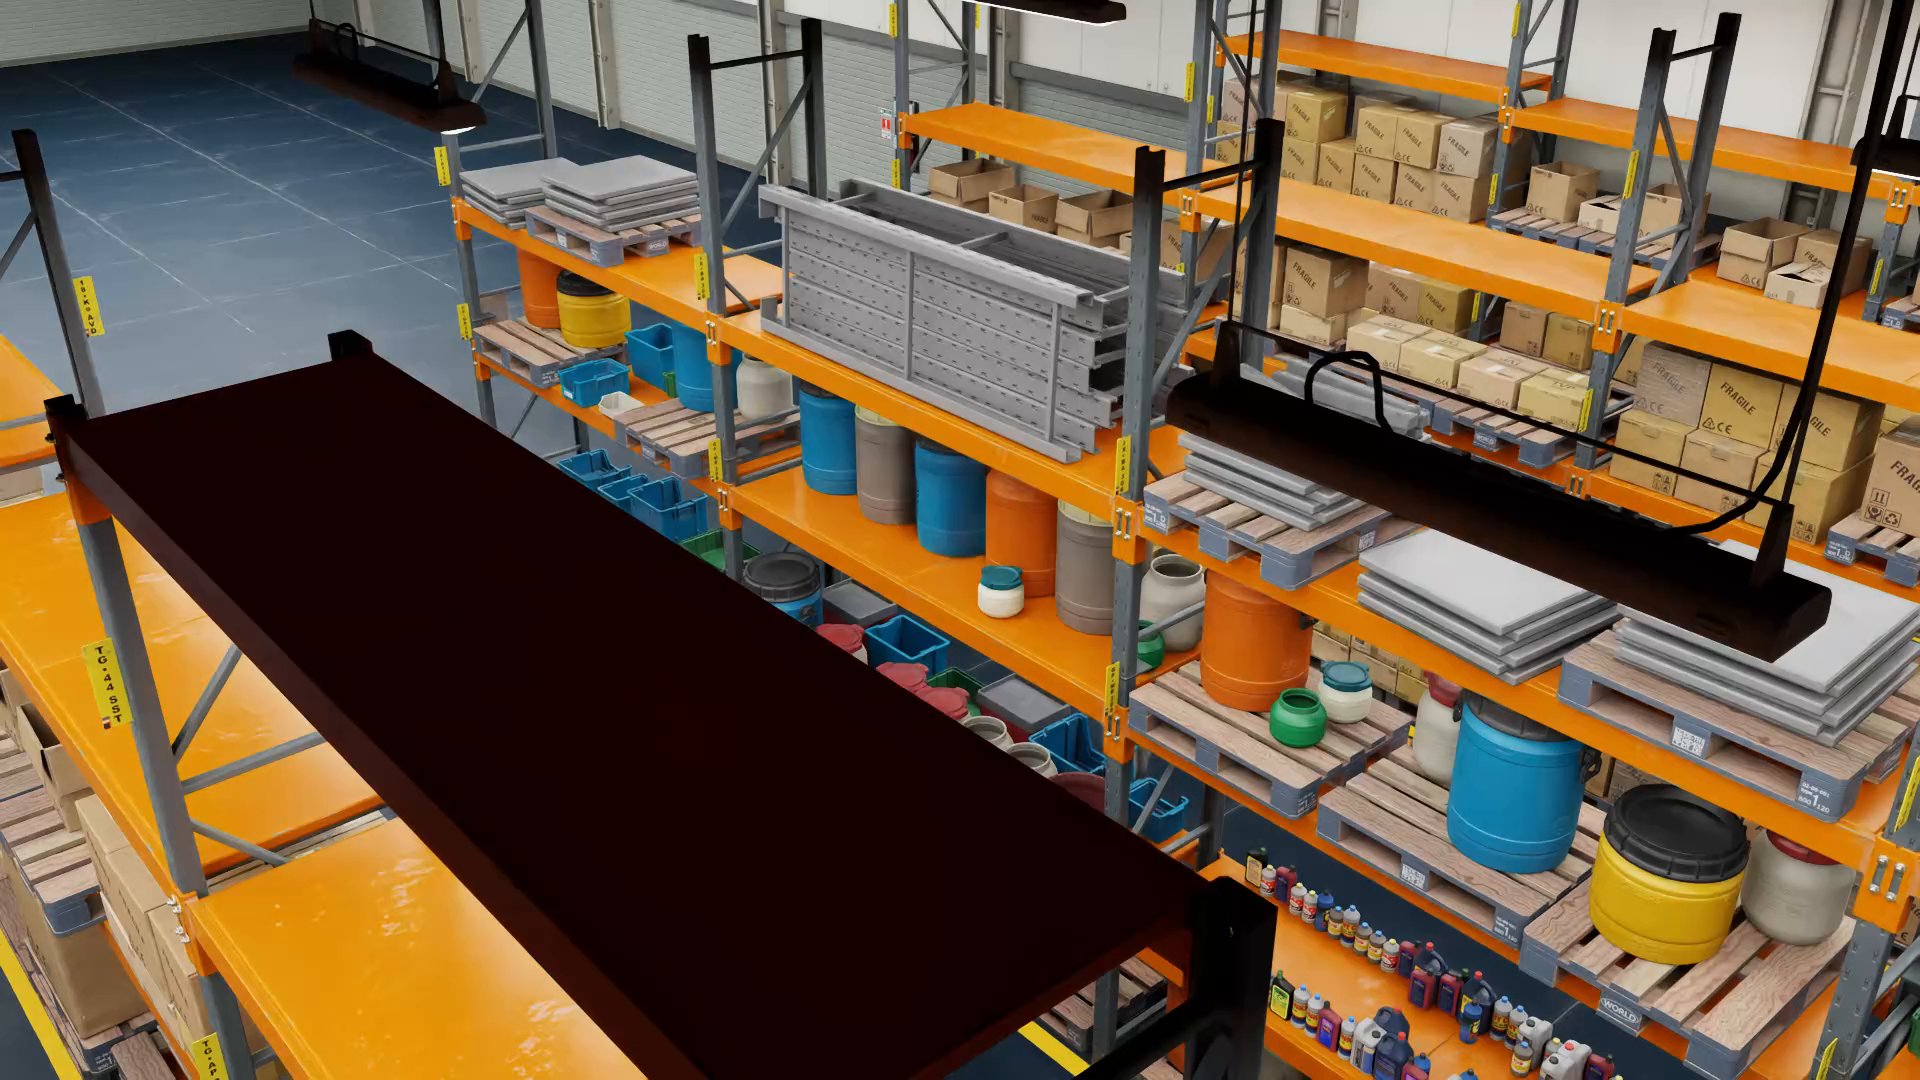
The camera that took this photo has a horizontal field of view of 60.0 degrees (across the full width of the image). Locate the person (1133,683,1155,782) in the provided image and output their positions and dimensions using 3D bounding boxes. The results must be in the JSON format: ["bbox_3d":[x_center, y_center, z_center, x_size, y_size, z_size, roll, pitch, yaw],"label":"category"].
[{"bbox_3d":[1.356,1.413,12.920,0.528,1.663,0.472,-17,31,-30],"label":"person"}]
